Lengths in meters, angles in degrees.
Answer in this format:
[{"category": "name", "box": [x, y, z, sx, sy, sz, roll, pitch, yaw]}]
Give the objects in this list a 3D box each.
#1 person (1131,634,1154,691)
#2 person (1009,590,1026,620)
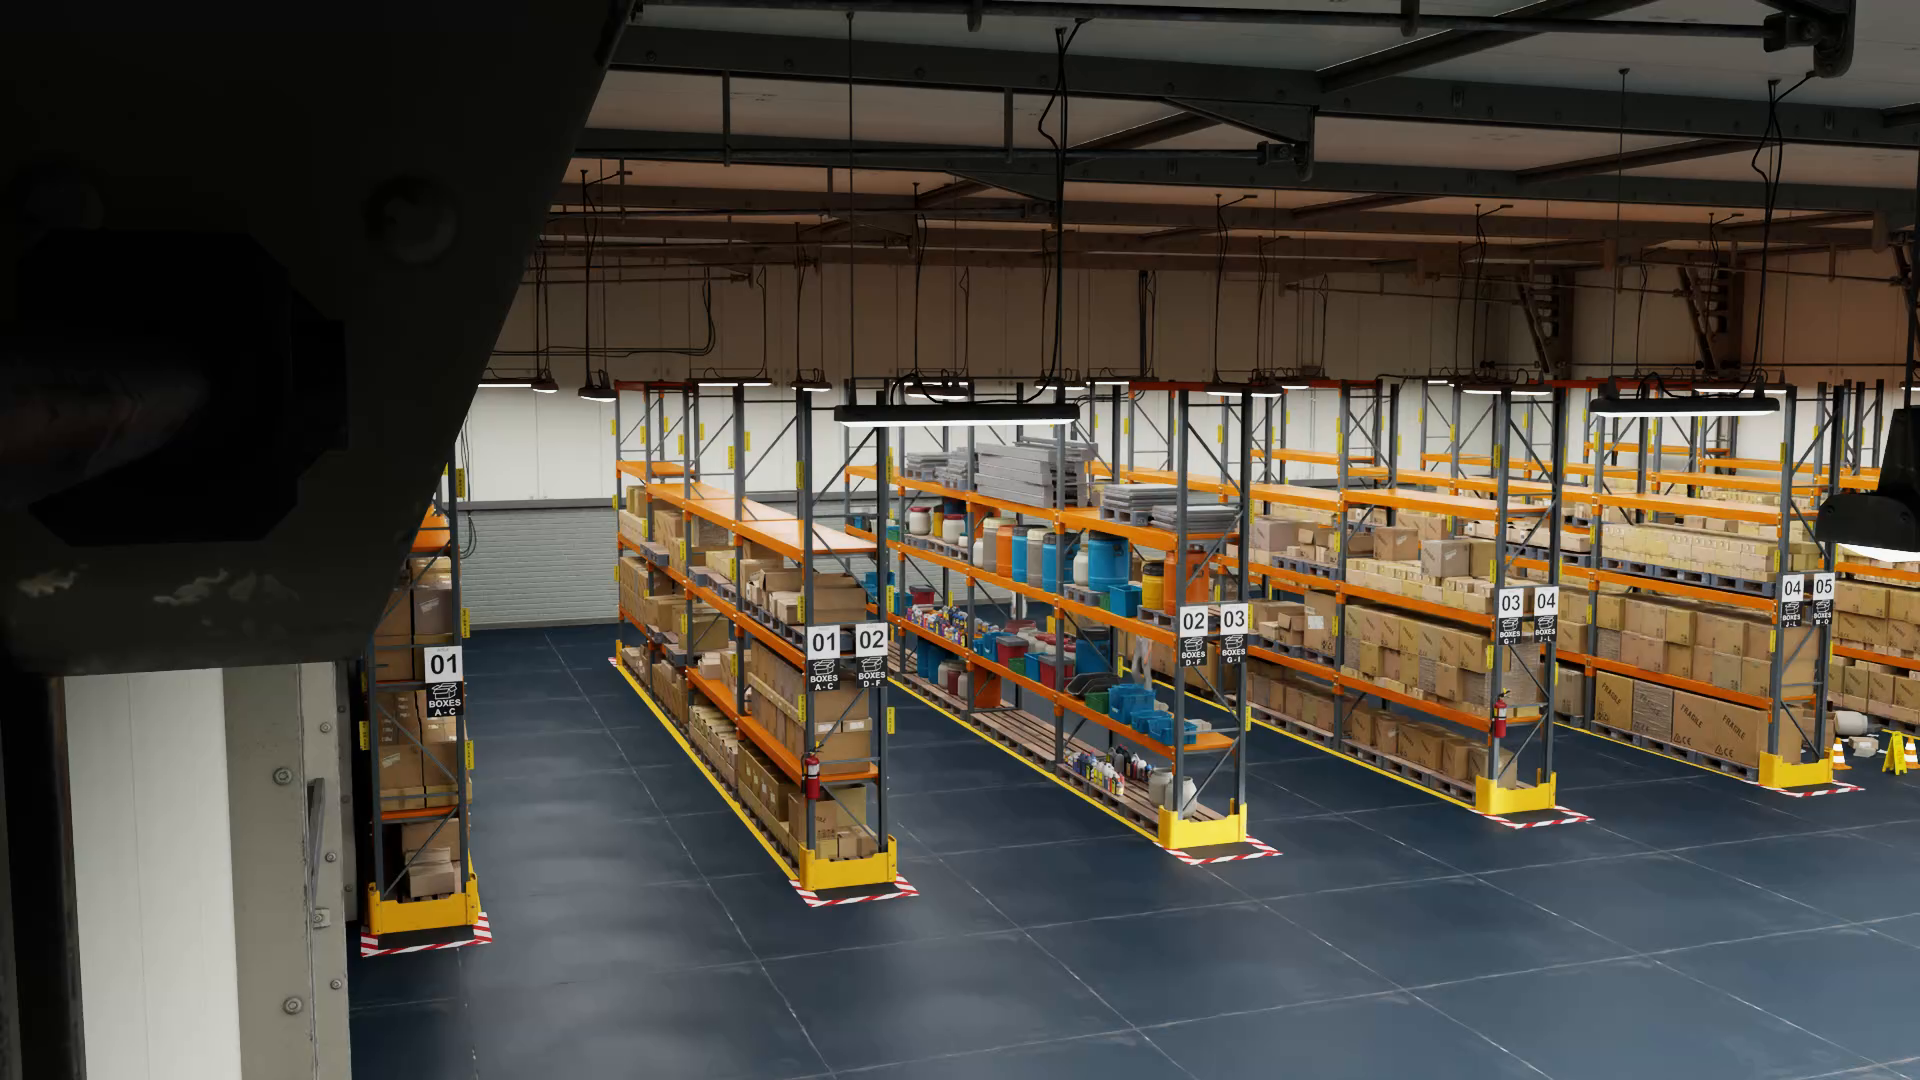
[{"category": "person", "box": [3.446, 2.182, 31.366, 0.429, 1.663, 0.542, -5, 8, -40]}, {"category": "person", "box": [1.247, 1.515, 37.104, 0.419, 1.794, 0.605, -1, 6, -11]}]
